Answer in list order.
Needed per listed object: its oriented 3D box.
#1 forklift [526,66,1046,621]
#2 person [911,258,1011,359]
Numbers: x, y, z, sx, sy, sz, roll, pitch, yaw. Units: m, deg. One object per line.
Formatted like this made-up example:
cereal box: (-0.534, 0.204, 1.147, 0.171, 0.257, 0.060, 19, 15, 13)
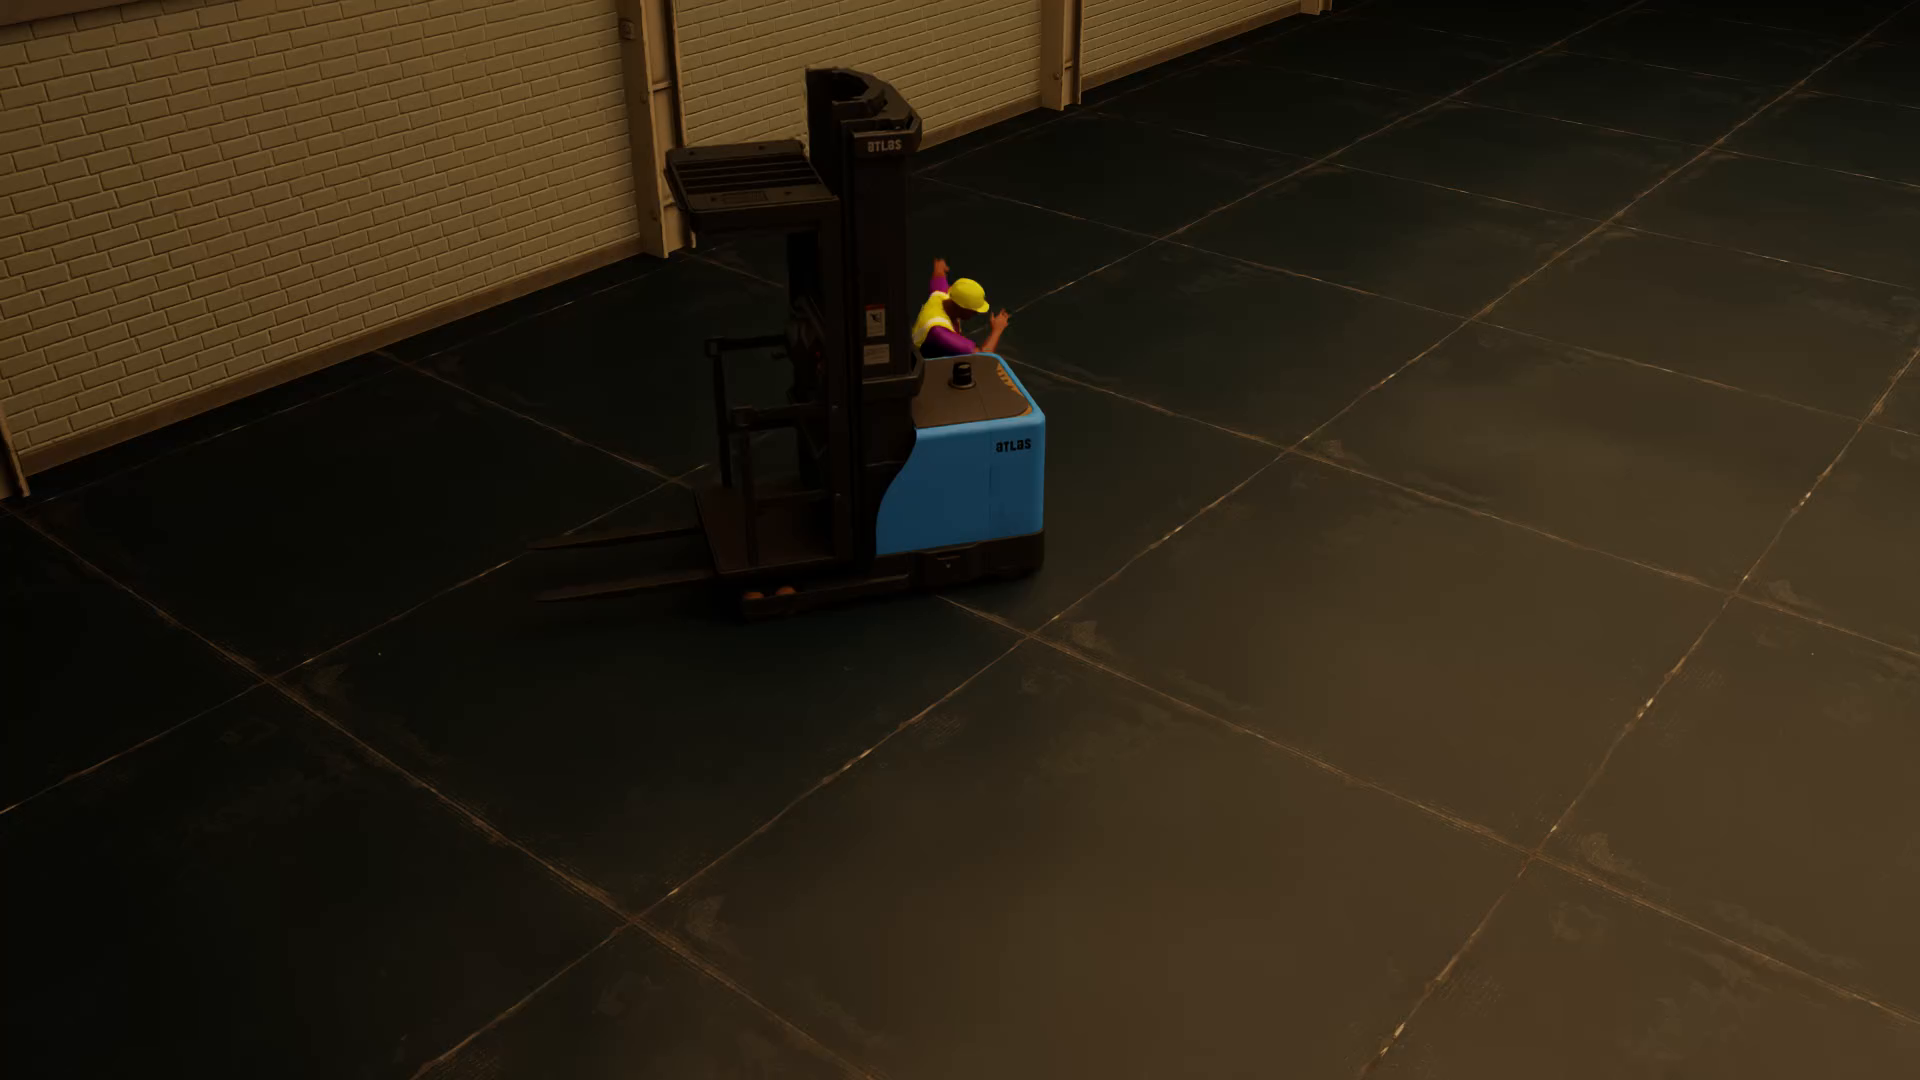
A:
forklift: (-1.063, -1.092, 9.463, 3.031, 2.935, 1.130, -8, 31, -13)
person: (-0.006, -1.144, 11.077, 0.726, 1.431, 1.427, 6, 31, 10)
